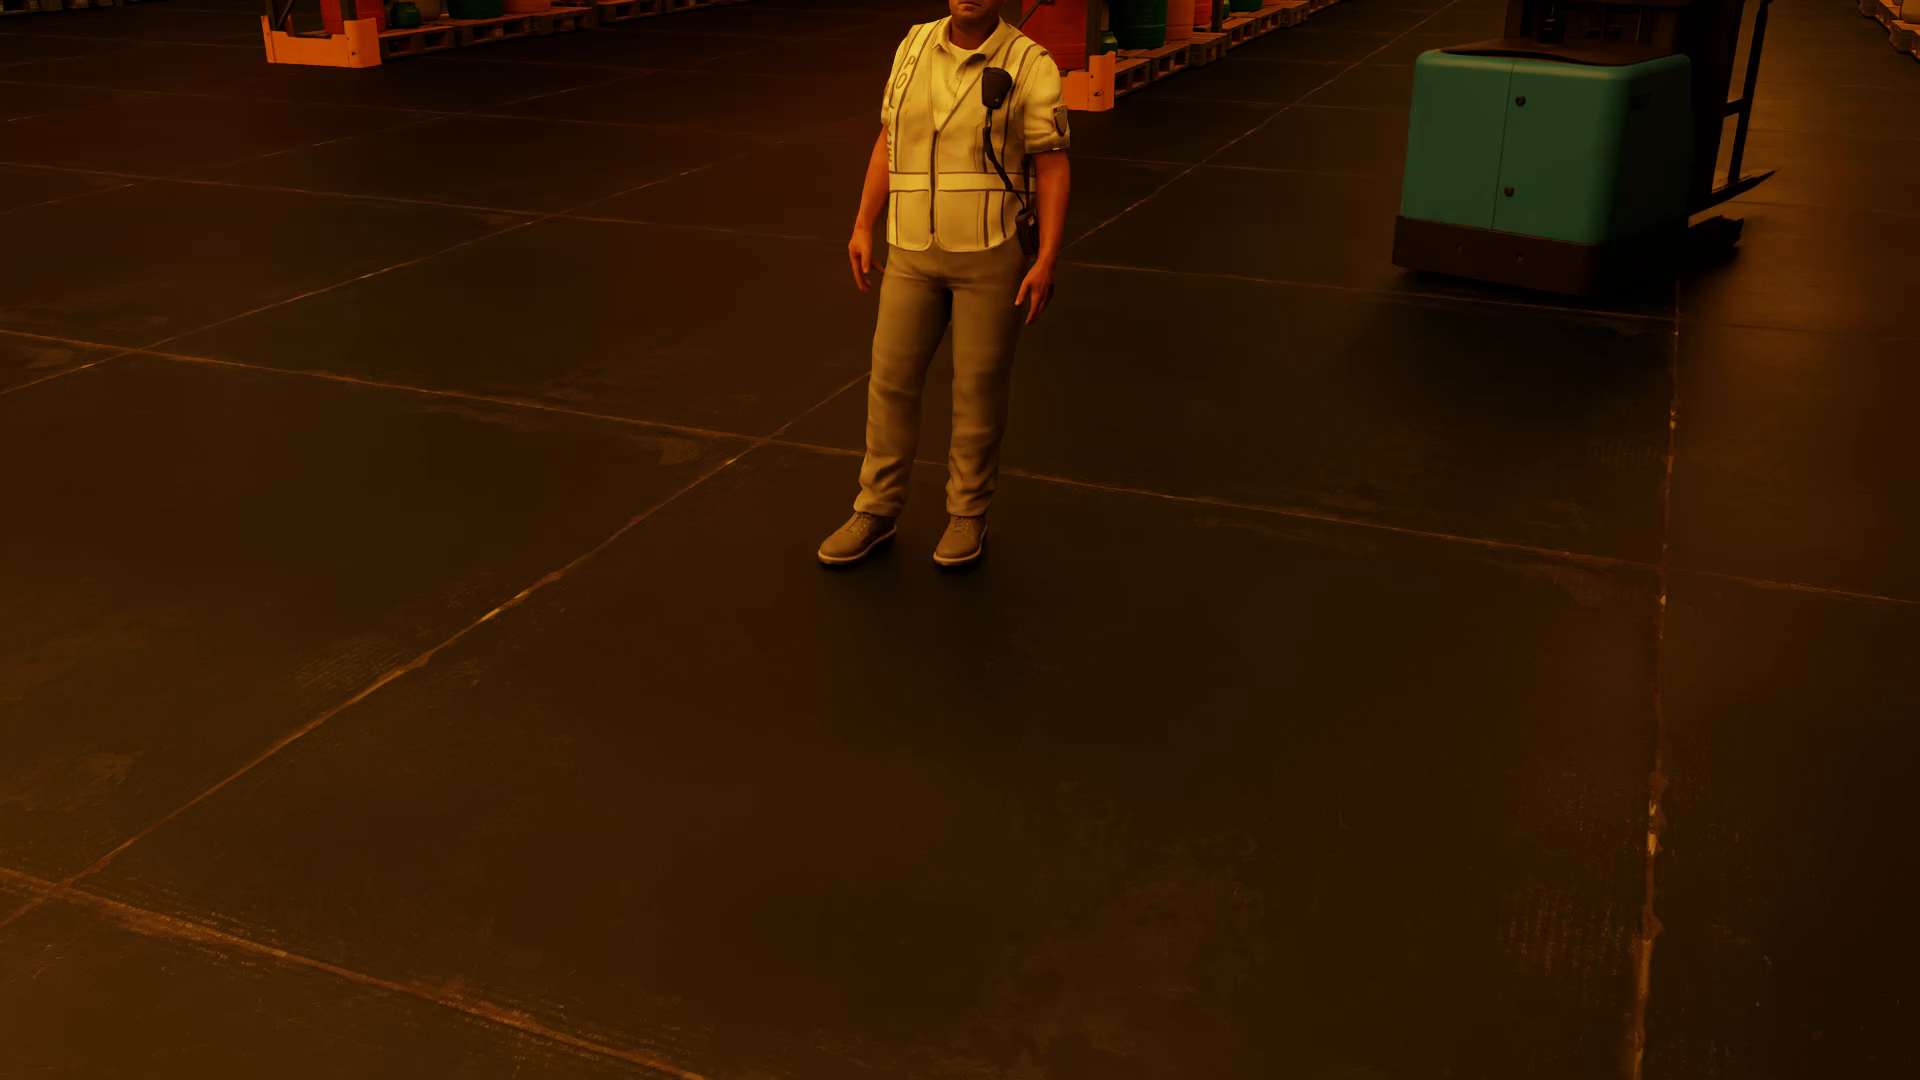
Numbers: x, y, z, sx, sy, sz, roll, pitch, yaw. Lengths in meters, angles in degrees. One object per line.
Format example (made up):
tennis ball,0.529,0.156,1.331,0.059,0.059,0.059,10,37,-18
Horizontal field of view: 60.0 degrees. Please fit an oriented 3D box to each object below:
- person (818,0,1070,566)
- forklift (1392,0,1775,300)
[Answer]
person,-0.041,-0.803,4.685,0.640,1.781,0.575,9,24,21
forklift,3.471,-2.941,8.329,1.130,2.935,3.031,19,29,38
